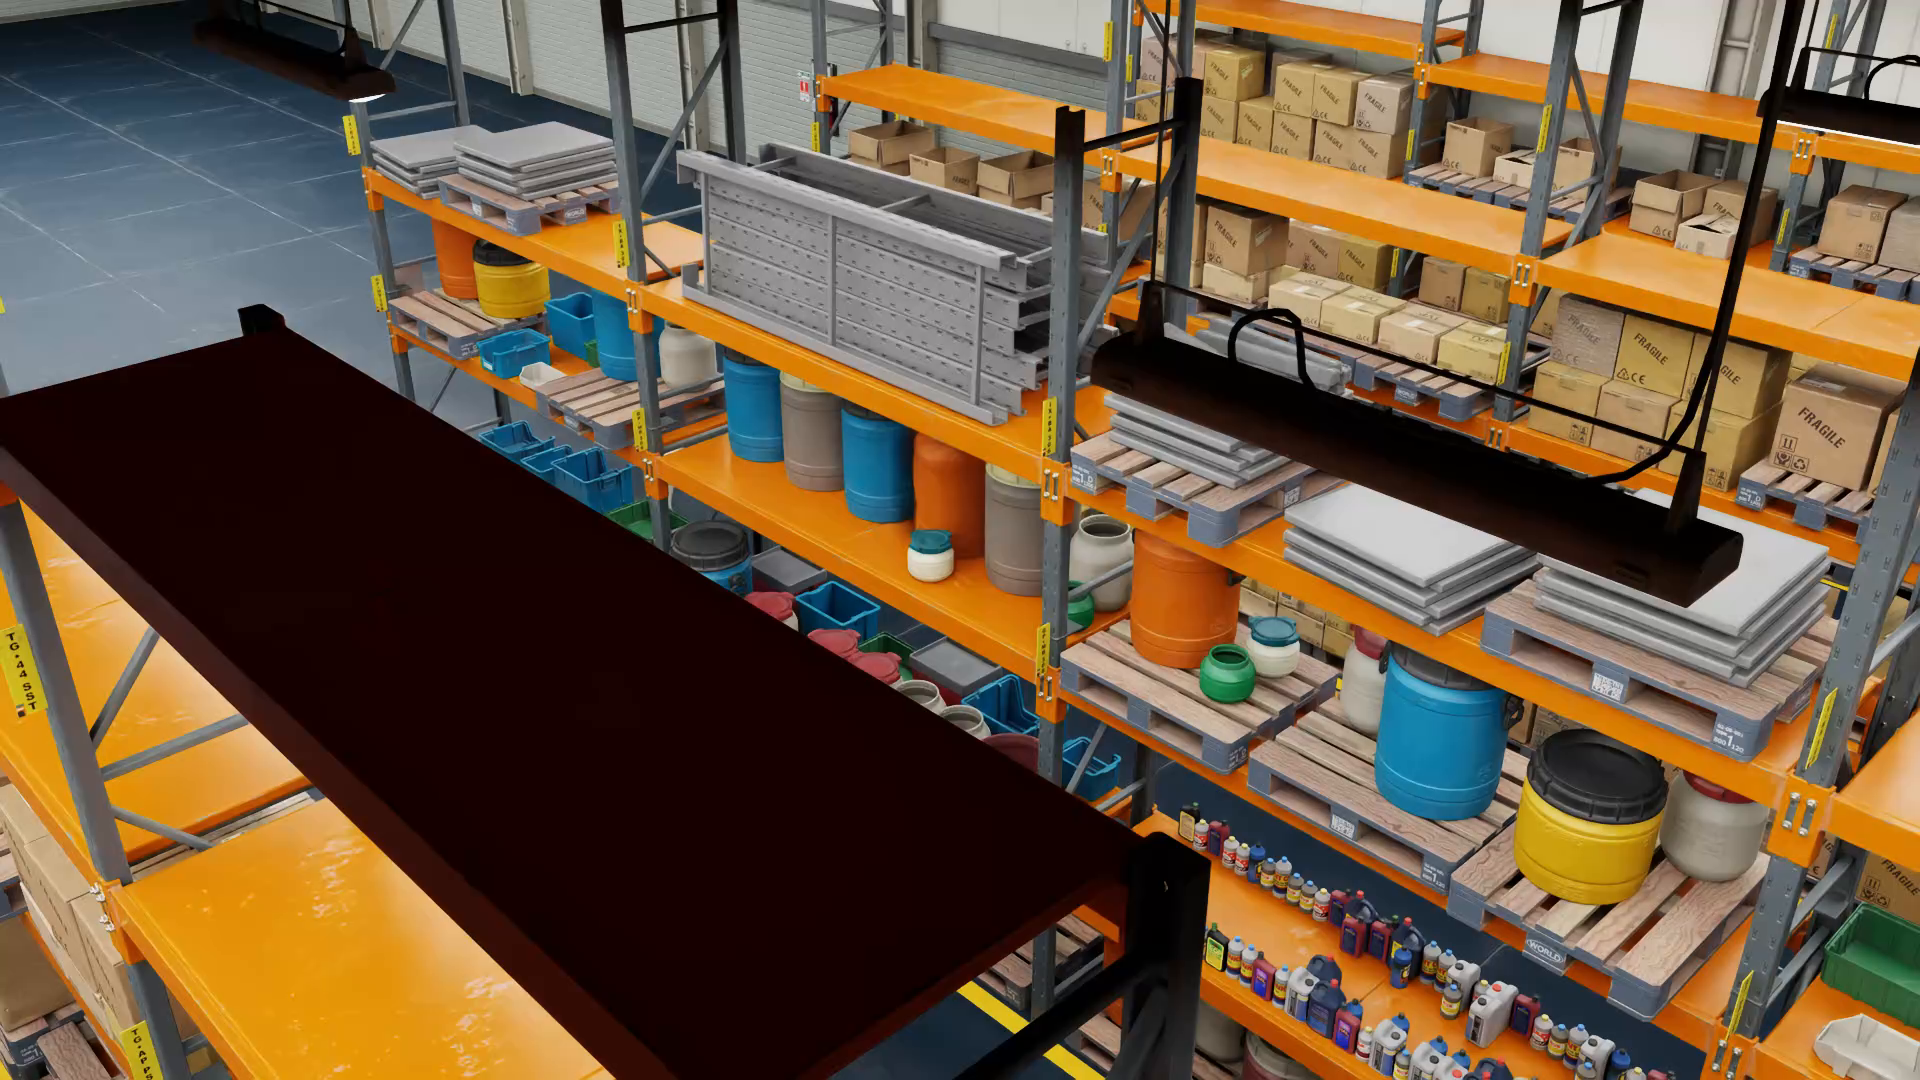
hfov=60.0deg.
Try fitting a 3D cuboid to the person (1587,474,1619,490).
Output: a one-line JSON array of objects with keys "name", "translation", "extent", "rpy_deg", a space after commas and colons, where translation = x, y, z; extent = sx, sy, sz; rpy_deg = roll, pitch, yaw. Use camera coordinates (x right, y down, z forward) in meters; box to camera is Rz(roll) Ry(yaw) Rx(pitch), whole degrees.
[{"name": "person", "translation": [5.563, 0.122, 14.760], "extent": [0.536, 1.722, 1.069], "rpy_deg": [-22, 35, -35]}]

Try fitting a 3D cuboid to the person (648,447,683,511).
[{"name": "person", "translation": [-3.061, -1.092, 17.130], "extent": [0.663, 1.672, 0.797], "rpy_deg": [4, 28, 8]}]
